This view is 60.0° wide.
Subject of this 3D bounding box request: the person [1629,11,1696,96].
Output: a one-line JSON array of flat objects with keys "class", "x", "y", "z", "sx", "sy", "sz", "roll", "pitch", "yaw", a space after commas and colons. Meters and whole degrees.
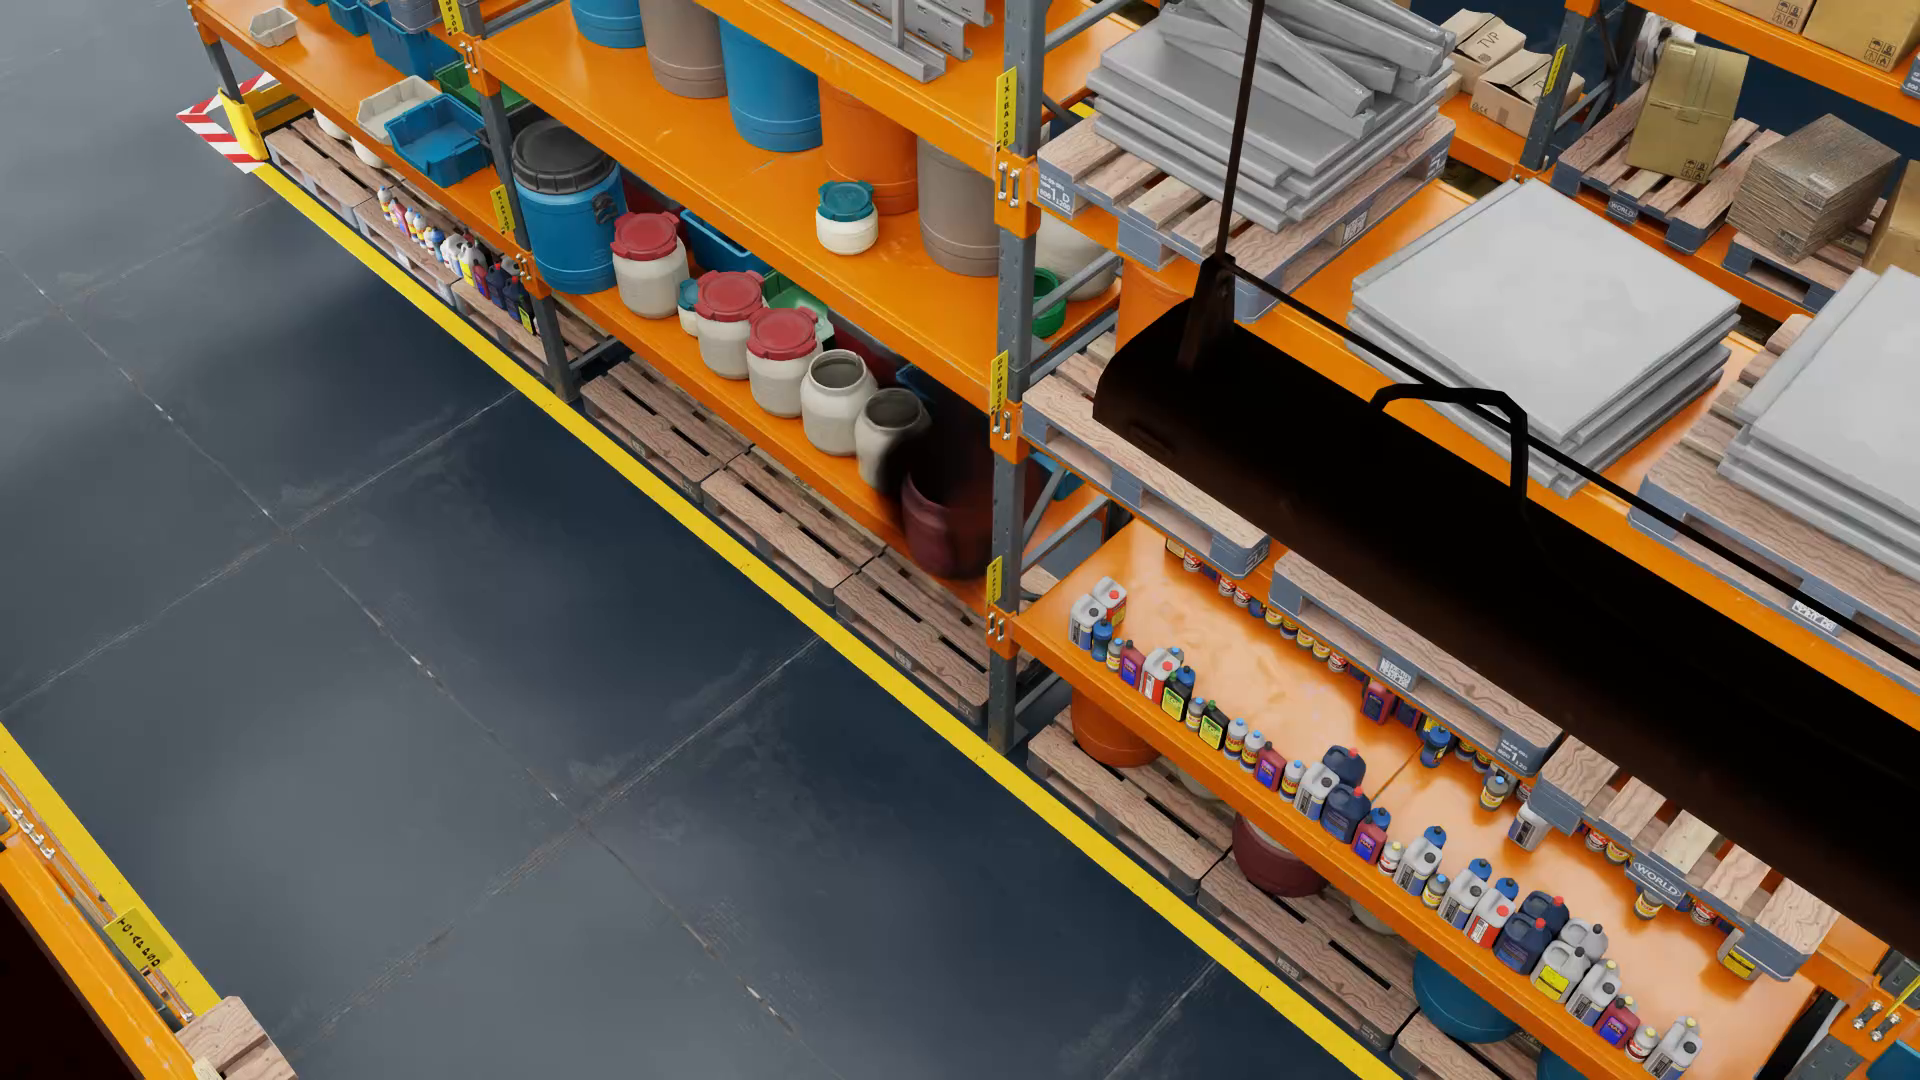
[{"class": "person", "x": 5.028, "y": -3.266, "z": 12.075, "sx": 0.514, "sy": 1.704, "sz": 0.647, "roll": -9, "pitch": 51, "yaw": -7}]
